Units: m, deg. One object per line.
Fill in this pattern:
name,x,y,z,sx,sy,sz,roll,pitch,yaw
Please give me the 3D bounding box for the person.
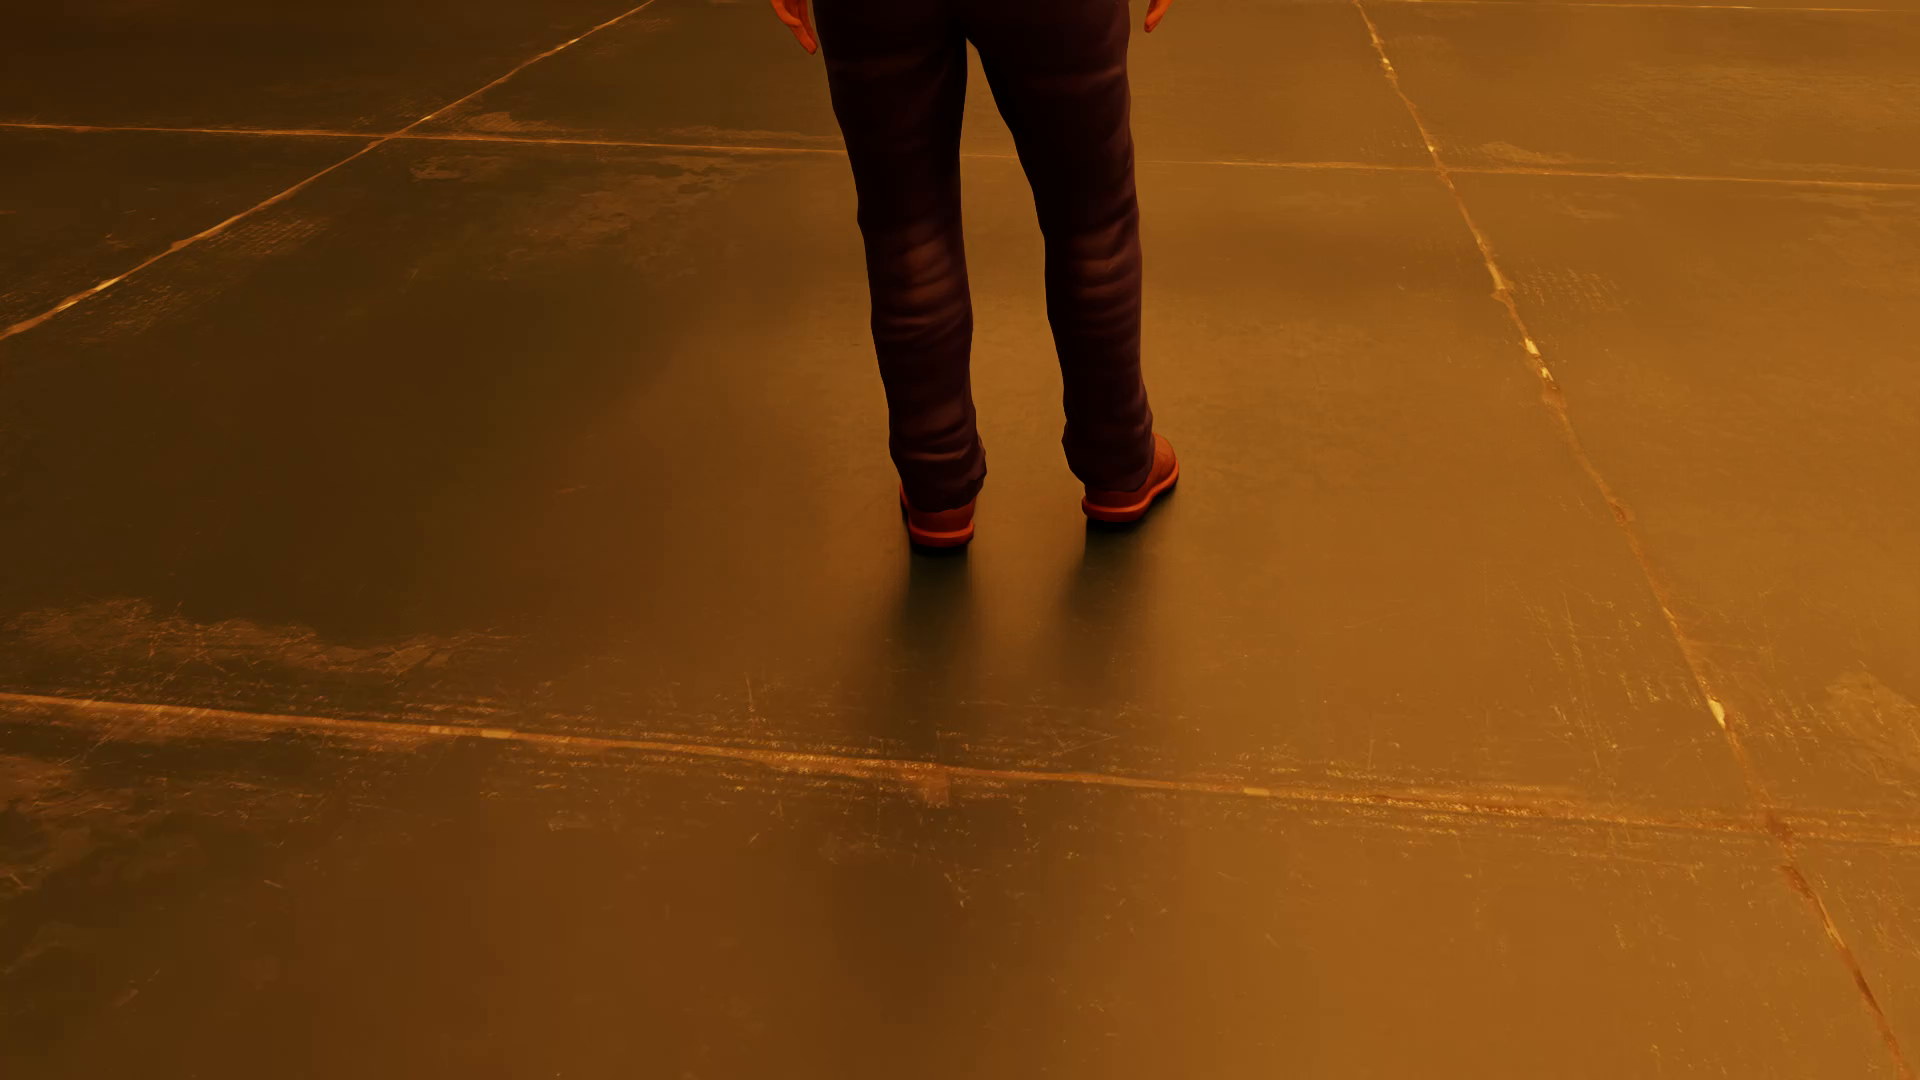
person,0.034,-0.777,2.208,0.599,1.640,0.503,3,27,7
